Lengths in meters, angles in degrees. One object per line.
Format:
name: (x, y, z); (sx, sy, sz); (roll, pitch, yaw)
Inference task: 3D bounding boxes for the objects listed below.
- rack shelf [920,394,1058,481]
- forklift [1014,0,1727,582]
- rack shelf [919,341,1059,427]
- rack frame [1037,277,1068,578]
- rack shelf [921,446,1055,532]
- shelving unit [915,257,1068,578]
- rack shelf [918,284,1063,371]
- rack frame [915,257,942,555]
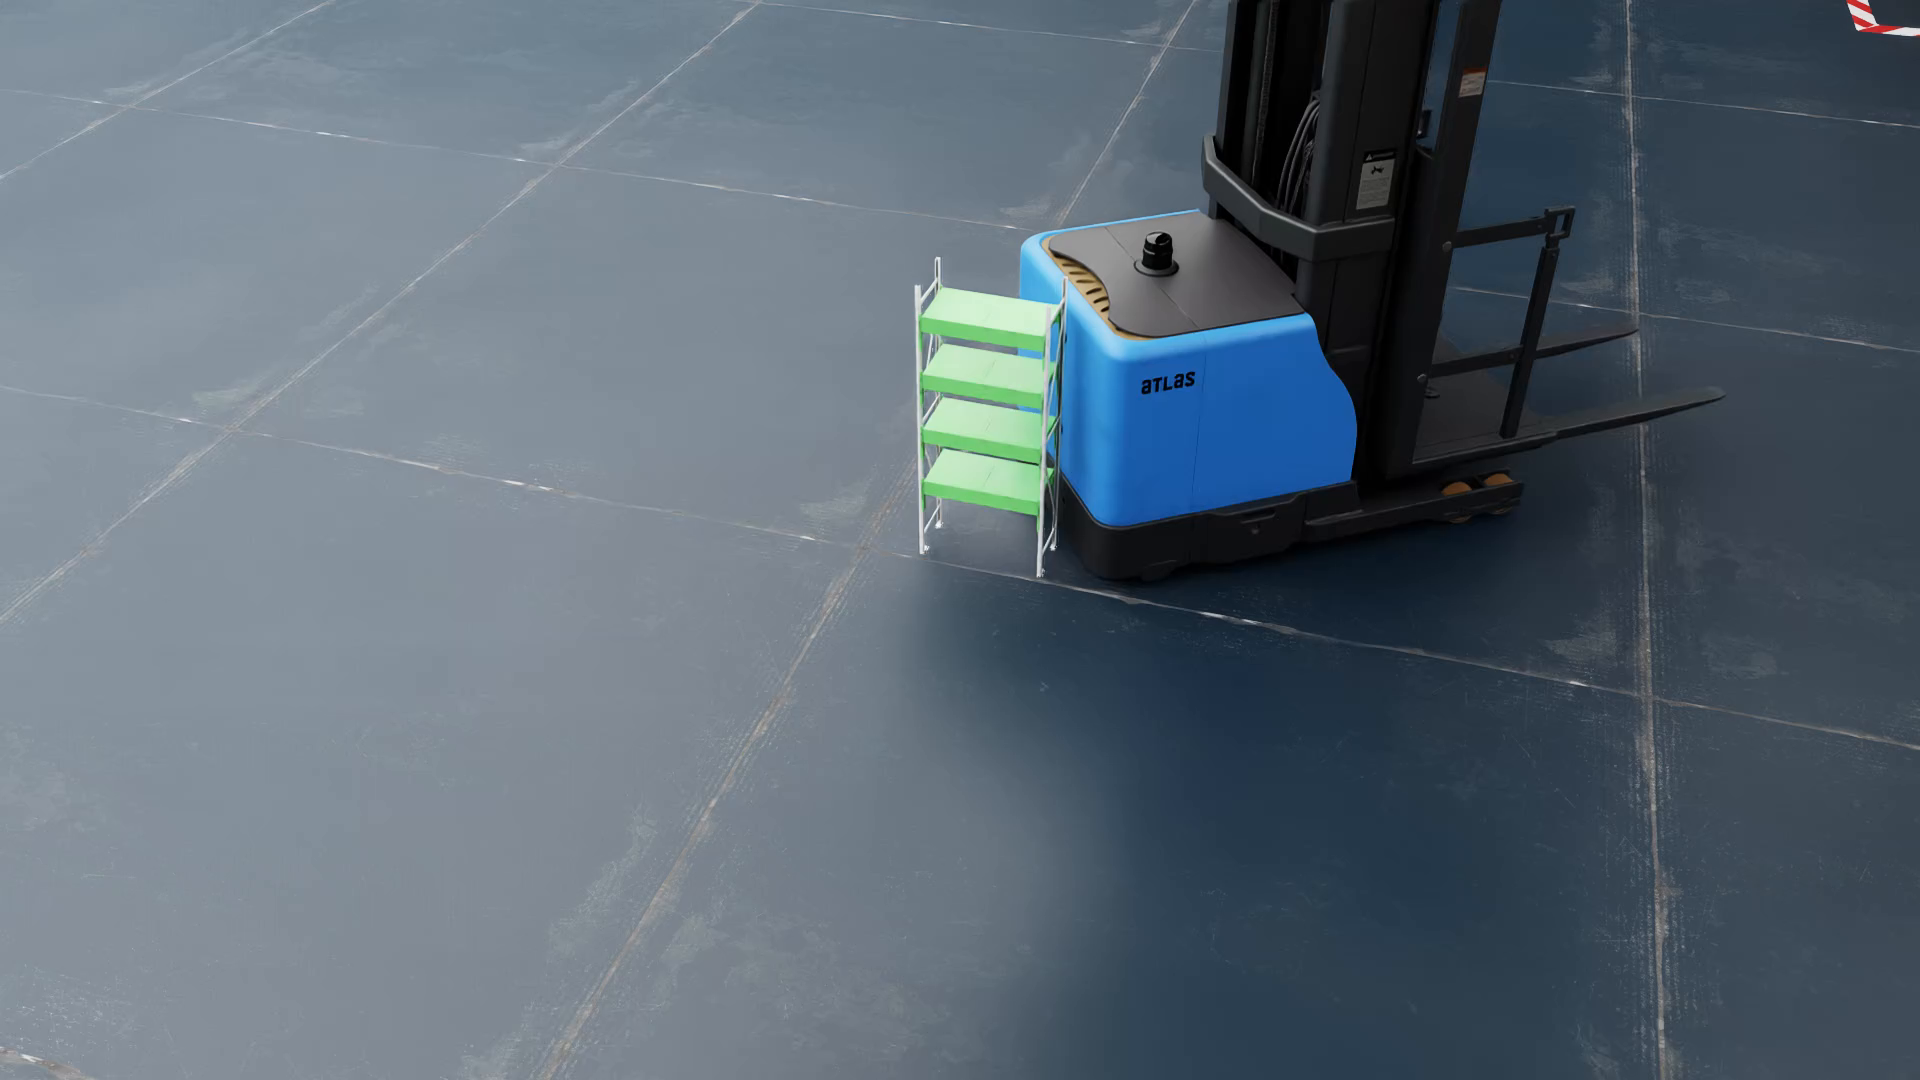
rack shelf: (0.115, -0.396, 6.383); (0.480, 0.148, 0.258); (11, 38, 15)
forklift: (1.800, -1.535, 6.363); (3.031, 2.935, 1.130); (-11, 38, -15)
rack shelf: (0.115, -0.589, 6.241); (0.480, 0.148, 0.258); (11, 38, 15)
rack frame: (0.346, -0.402, 6.284); (0.015, 1.200, 0.240); (11, 38, 15)
rack shelf: (0.115, -0.202, 6.526); (0.480, 0.148, 0.258); (11, 38, 15)
shelving unit: (0.115, -0.447, 6.345); (0.503, 1.200, 0.258); (11, 38, 15)
rack shelf: (0.115, -0.782, 6.099); (0.480, 0.148, 0.258); (11, 38, 15)
rack frame: (-0.117, -0.493, 6.407); (0.015, 1.200, 0.240); (11, 38, 15)
